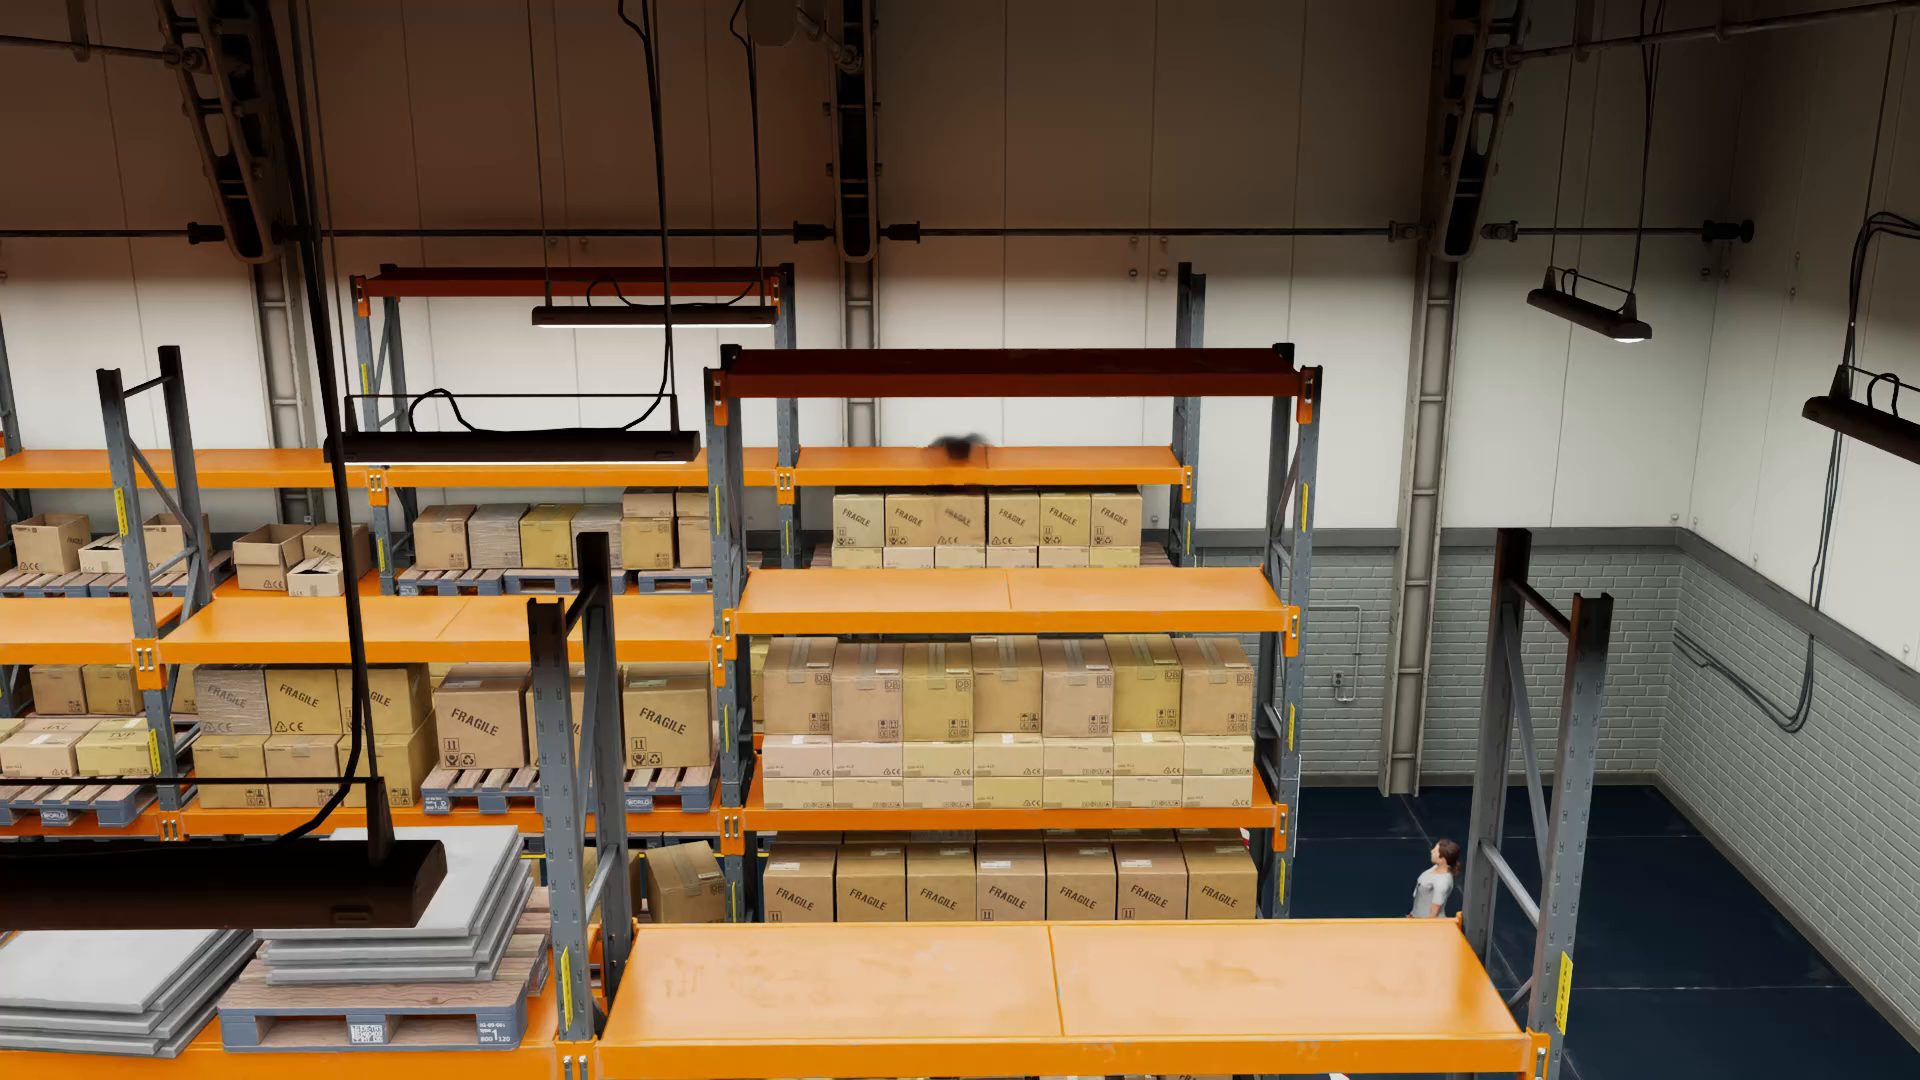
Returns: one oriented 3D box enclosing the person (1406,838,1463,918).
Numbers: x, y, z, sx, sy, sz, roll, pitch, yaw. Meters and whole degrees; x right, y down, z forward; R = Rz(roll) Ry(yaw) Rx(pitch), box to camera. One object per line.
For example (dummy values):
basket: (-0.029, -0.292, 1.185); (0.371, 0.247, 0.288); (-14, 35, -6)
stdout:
person: (3.975, 3.323, 14.226); (0.518, 1.682, 0.468); (-2, 16, -6)
